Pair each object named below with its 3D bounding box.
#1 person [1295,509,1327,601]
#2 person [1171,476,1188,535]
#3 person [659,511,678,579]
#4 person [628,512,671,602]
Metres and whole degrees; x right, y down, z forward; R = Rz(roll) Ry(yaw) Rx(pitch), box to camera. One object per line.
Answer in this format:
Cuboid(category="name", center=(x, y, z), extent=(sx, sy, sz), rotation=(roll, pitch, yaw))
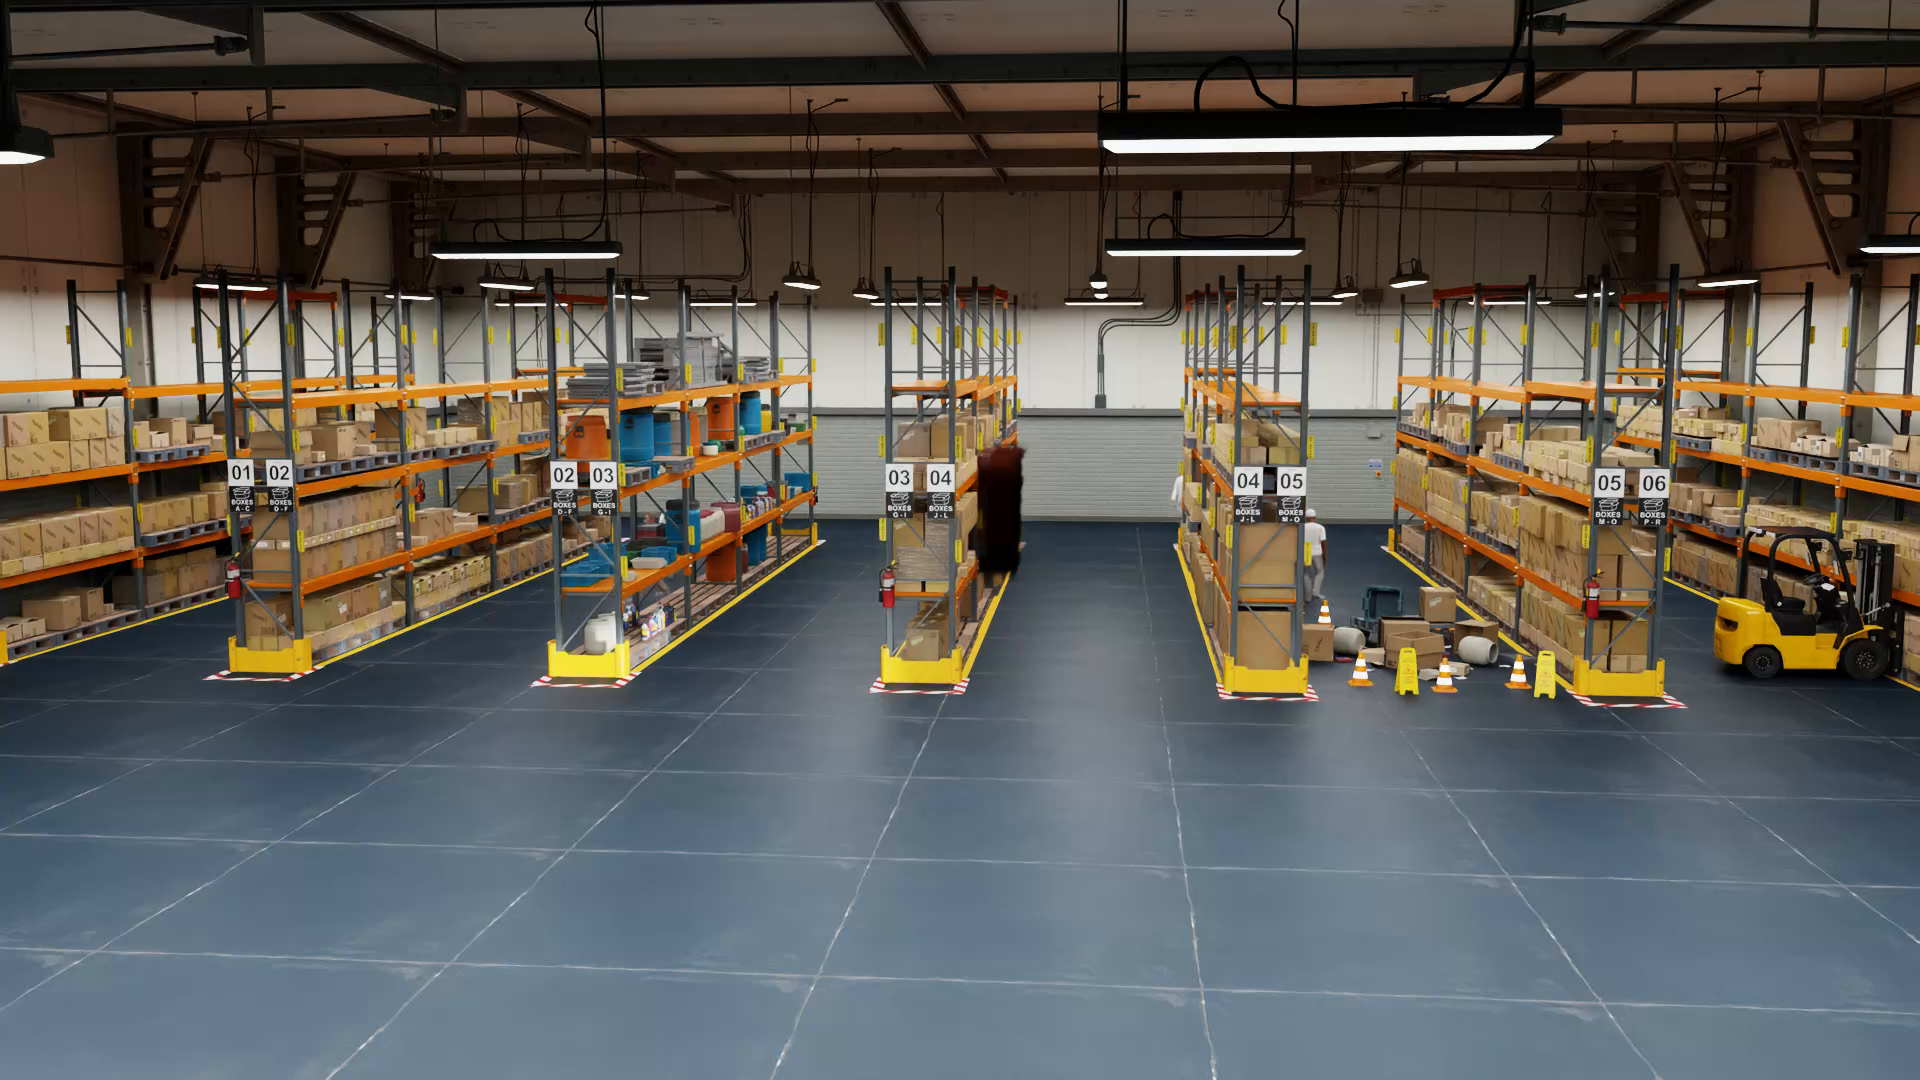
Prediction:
Cuboid(category="person", center=(6.678, 0.292, 31.671), extent=(0.597, 1.766, 0.530), rotation=(2, 7, 14))
Cuboid(category="person", center=(5.728, -1.011, 42.342), extent=(0.591, 1.720, 1.202), rotation=(5, 8, 34))
Cuboid(category="person", center=(-6.069, -0.039, 34.812), extent=(0.497, 1.612, 1.007), rotation=(1, 7, 10))
Cuboid(category="person", center=(-5.936, 0.315, 31.744), extent=(0.819, 1.704, 0.606), rotation=(-1, 7, -10))
